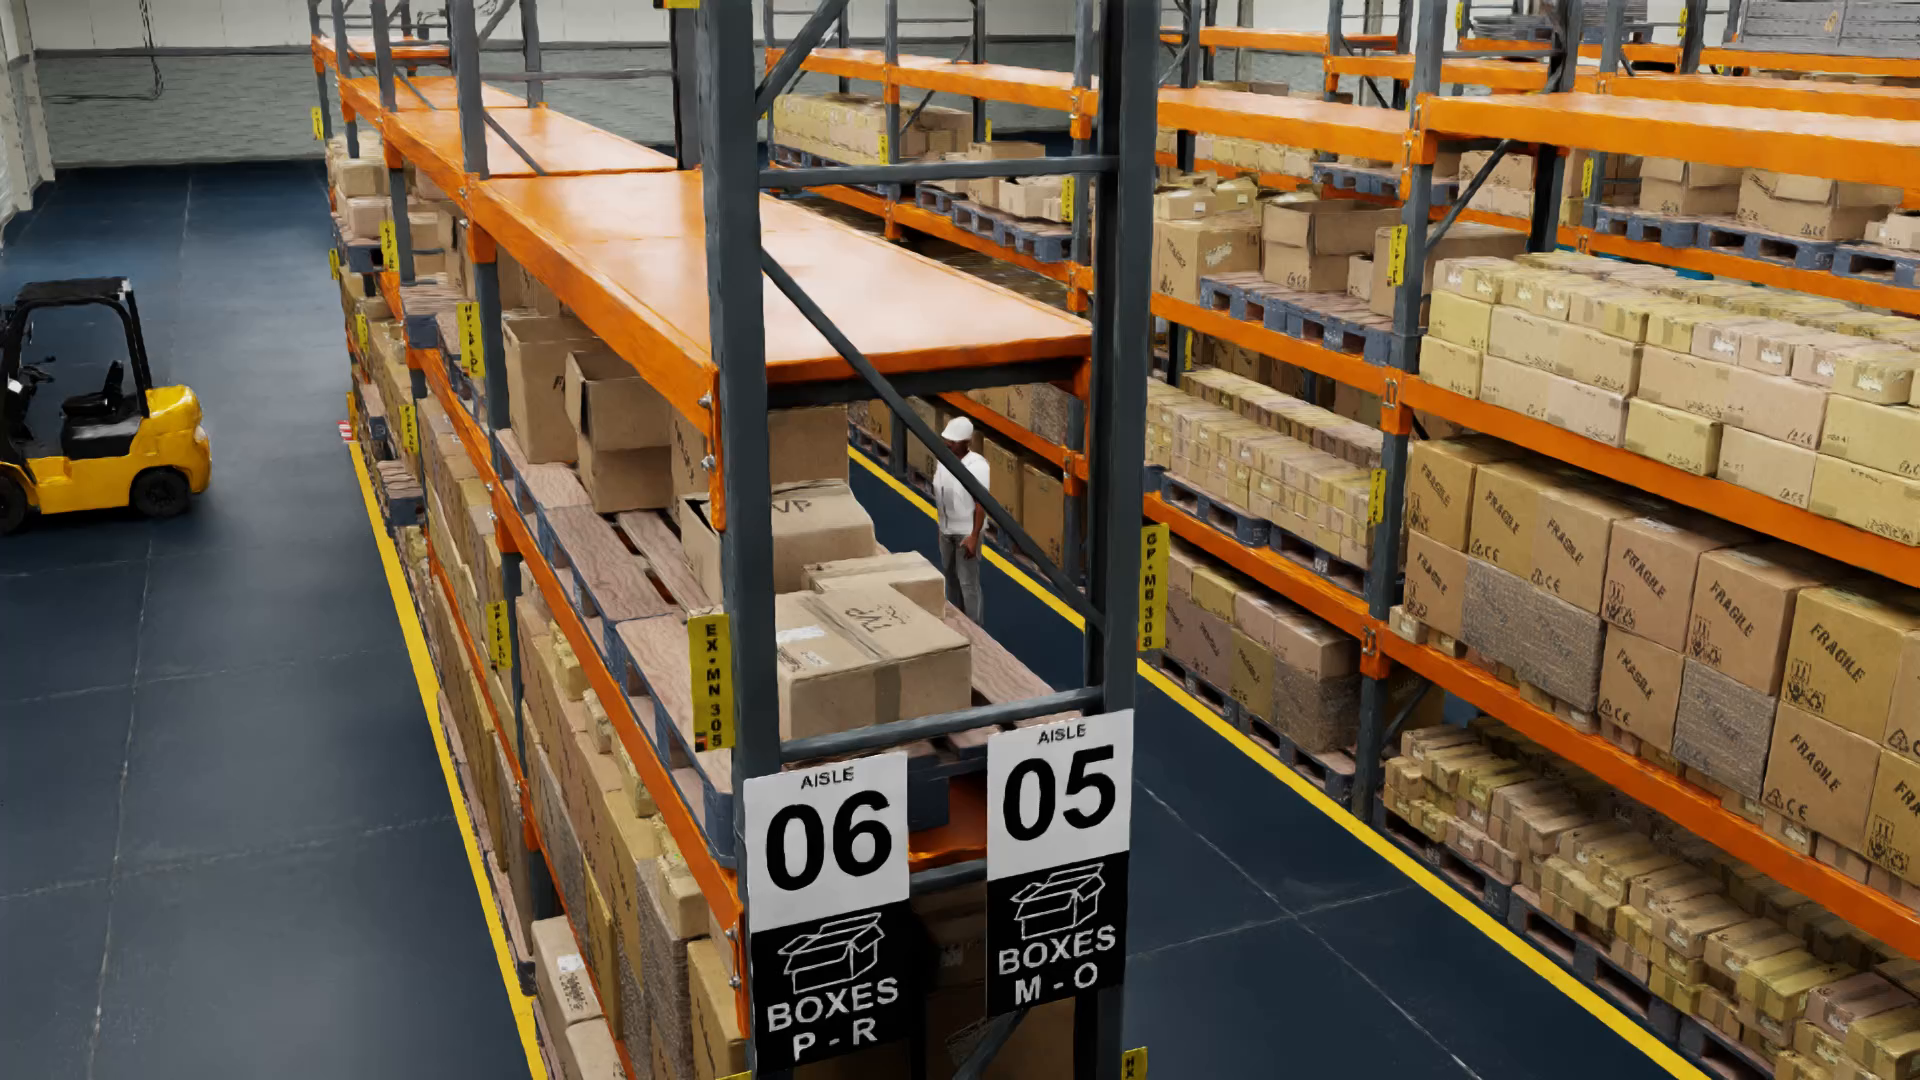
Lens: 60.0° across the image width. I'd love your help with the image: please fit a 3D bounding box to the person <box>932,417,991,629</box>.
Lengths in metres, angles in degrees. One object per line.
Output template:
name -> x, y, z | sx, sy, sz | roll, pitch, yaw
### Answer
person -> -0.009, -0.067, 12.642 | 0.387, 1.772, 0.627 | -14, 23, -35
